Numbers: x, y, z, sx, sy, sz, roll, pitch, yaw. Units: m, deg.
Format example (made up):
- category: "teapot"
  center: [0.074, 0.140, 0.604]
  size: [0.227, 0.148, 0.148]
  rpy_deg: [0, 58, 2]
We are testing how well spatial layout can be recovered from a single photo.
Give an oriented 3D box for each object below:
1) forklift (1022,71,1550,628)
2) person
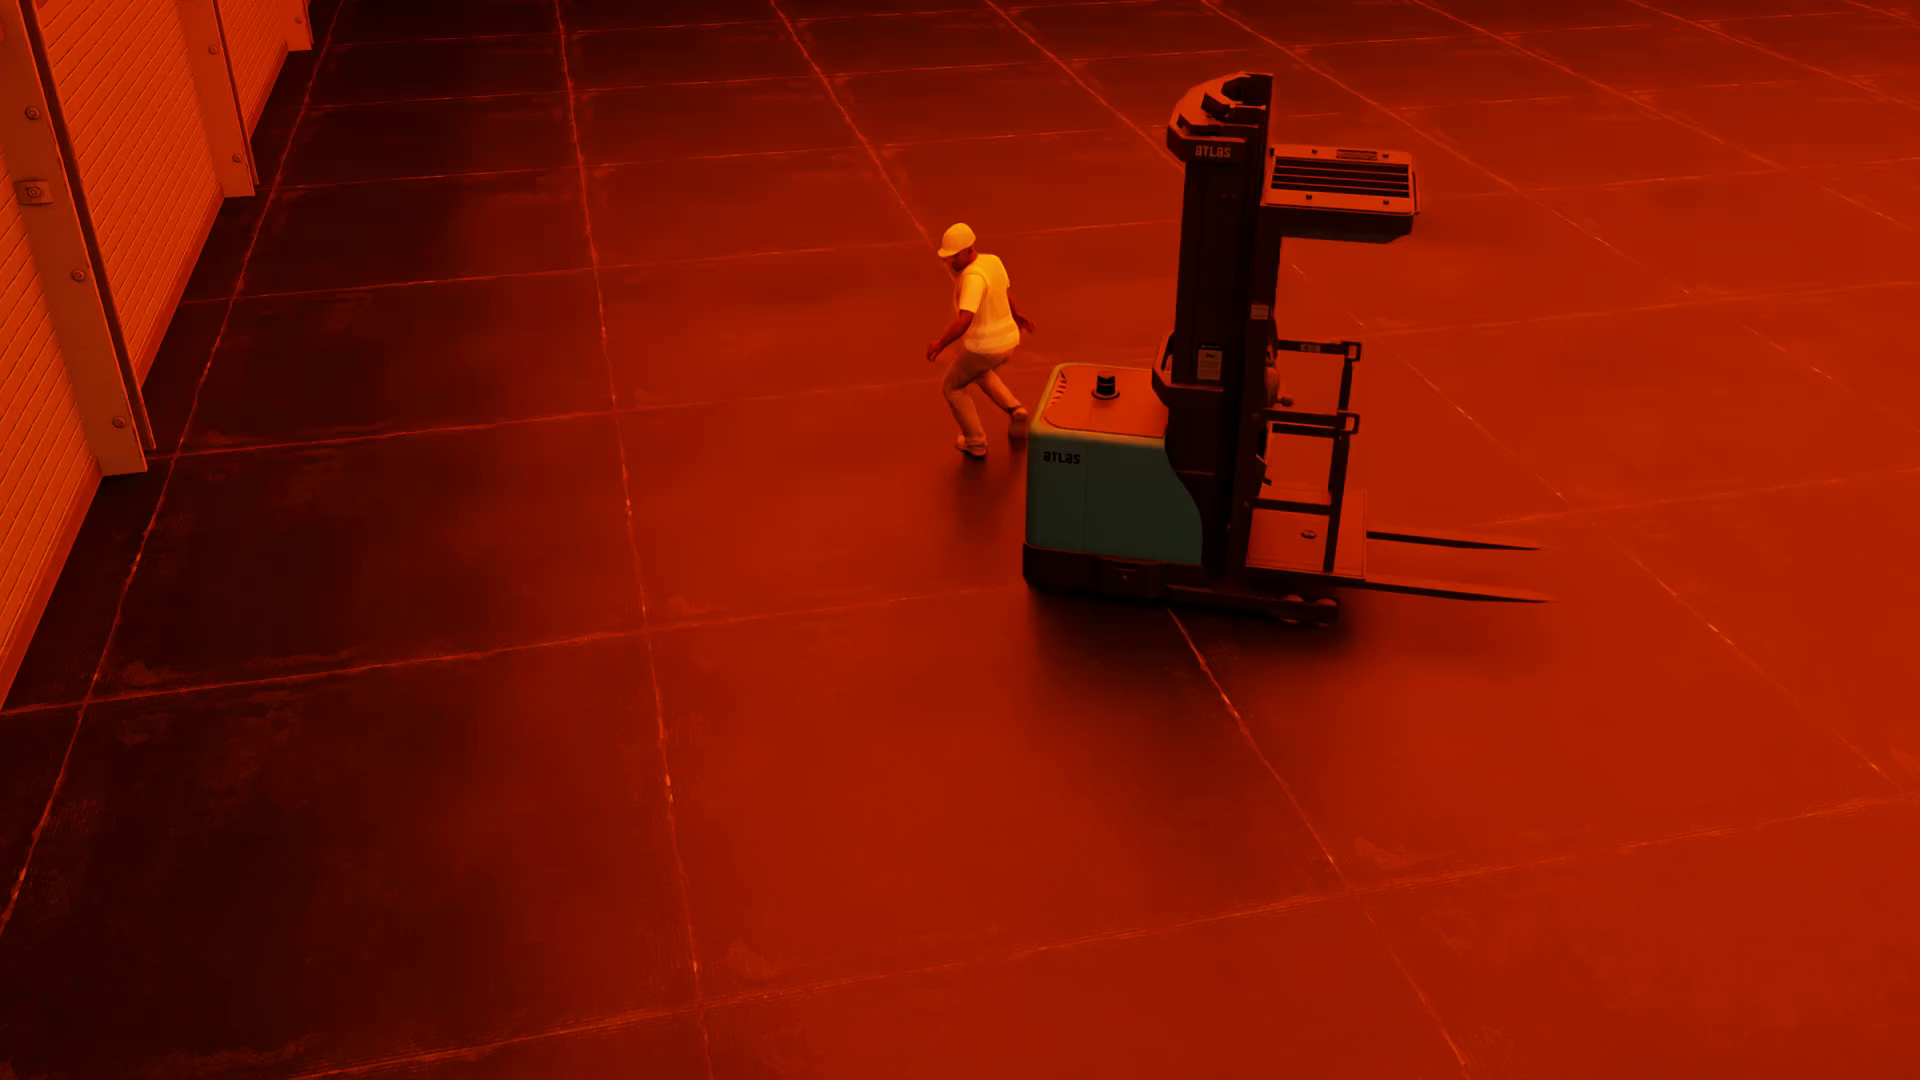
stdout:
- category: "forklift"
  center: [1.946, -1.054, 9.395]
  size: [3.031, 2.935, 1.130]
  rpy_deg: [6, 31, 11]
- category: "person"
  center: [0.183, -1.380, 11.363]
  size: [0.535, 1.617, 1.018]
  rpy_deg: [17, 34, 27]
